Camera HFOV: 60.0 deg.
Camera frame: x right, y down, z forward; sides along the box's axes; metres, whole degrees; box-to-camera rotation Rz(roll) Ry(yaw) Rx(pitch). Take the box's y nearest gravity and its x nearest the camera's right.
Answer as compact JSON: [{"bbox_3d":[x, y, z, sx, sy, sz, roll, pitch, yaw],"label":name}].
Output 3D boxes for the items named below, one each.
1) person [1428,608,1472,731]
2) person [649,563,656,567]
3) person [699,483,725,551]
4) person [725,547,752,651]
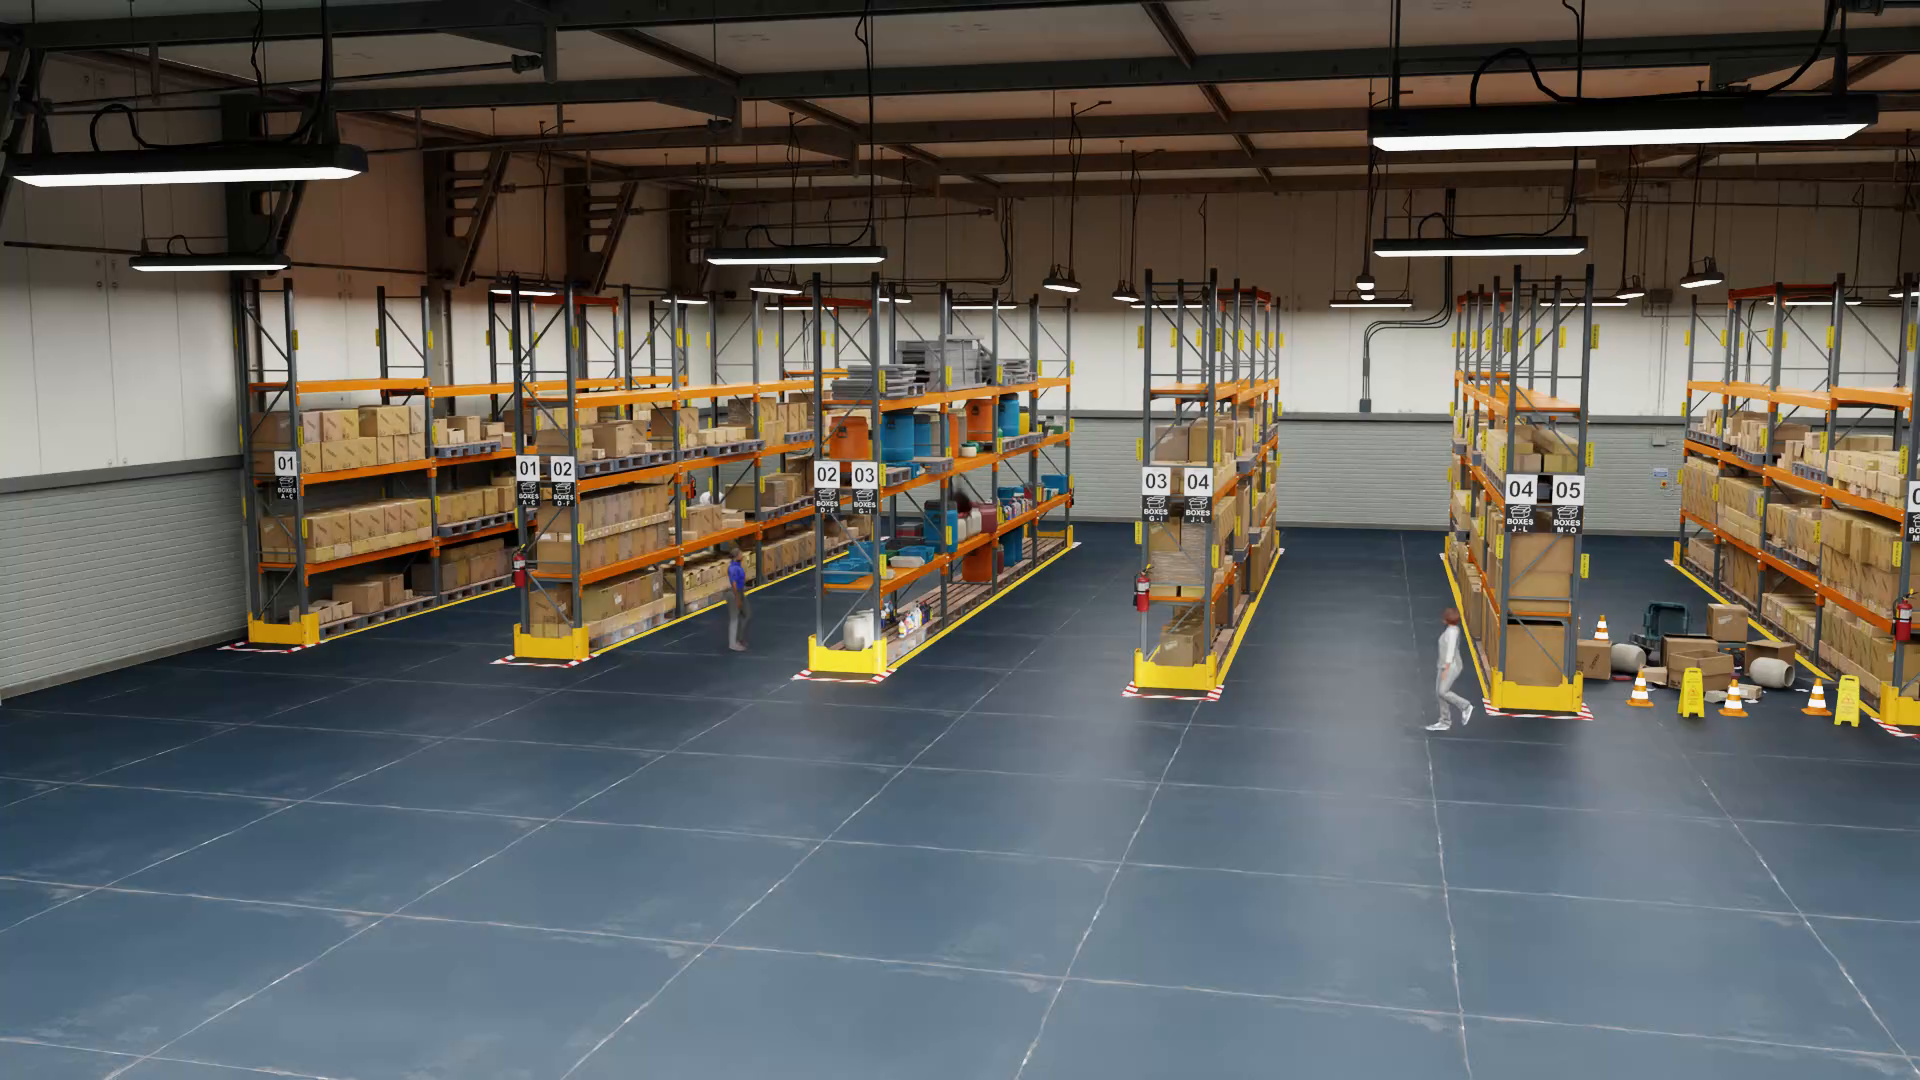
[{"bbox_3d":[6.312,1.664,21.409,0.528,1.592,0.401,-1,7,-9],"label":"person"},{"bbox_3d":[-6.474,0.003,34.868,0.442,1.632,0.707,2,7,13],"label":"person"},{"bbox_3d":[-5.763,-0.471,38.340,0.542,1.736,1.038,2,7,19],"label":"person"},{"bbox_3d":[-3.609,0.976,26.991,0.357,1.720,0.464,2,7,16],"label":"person"}]
